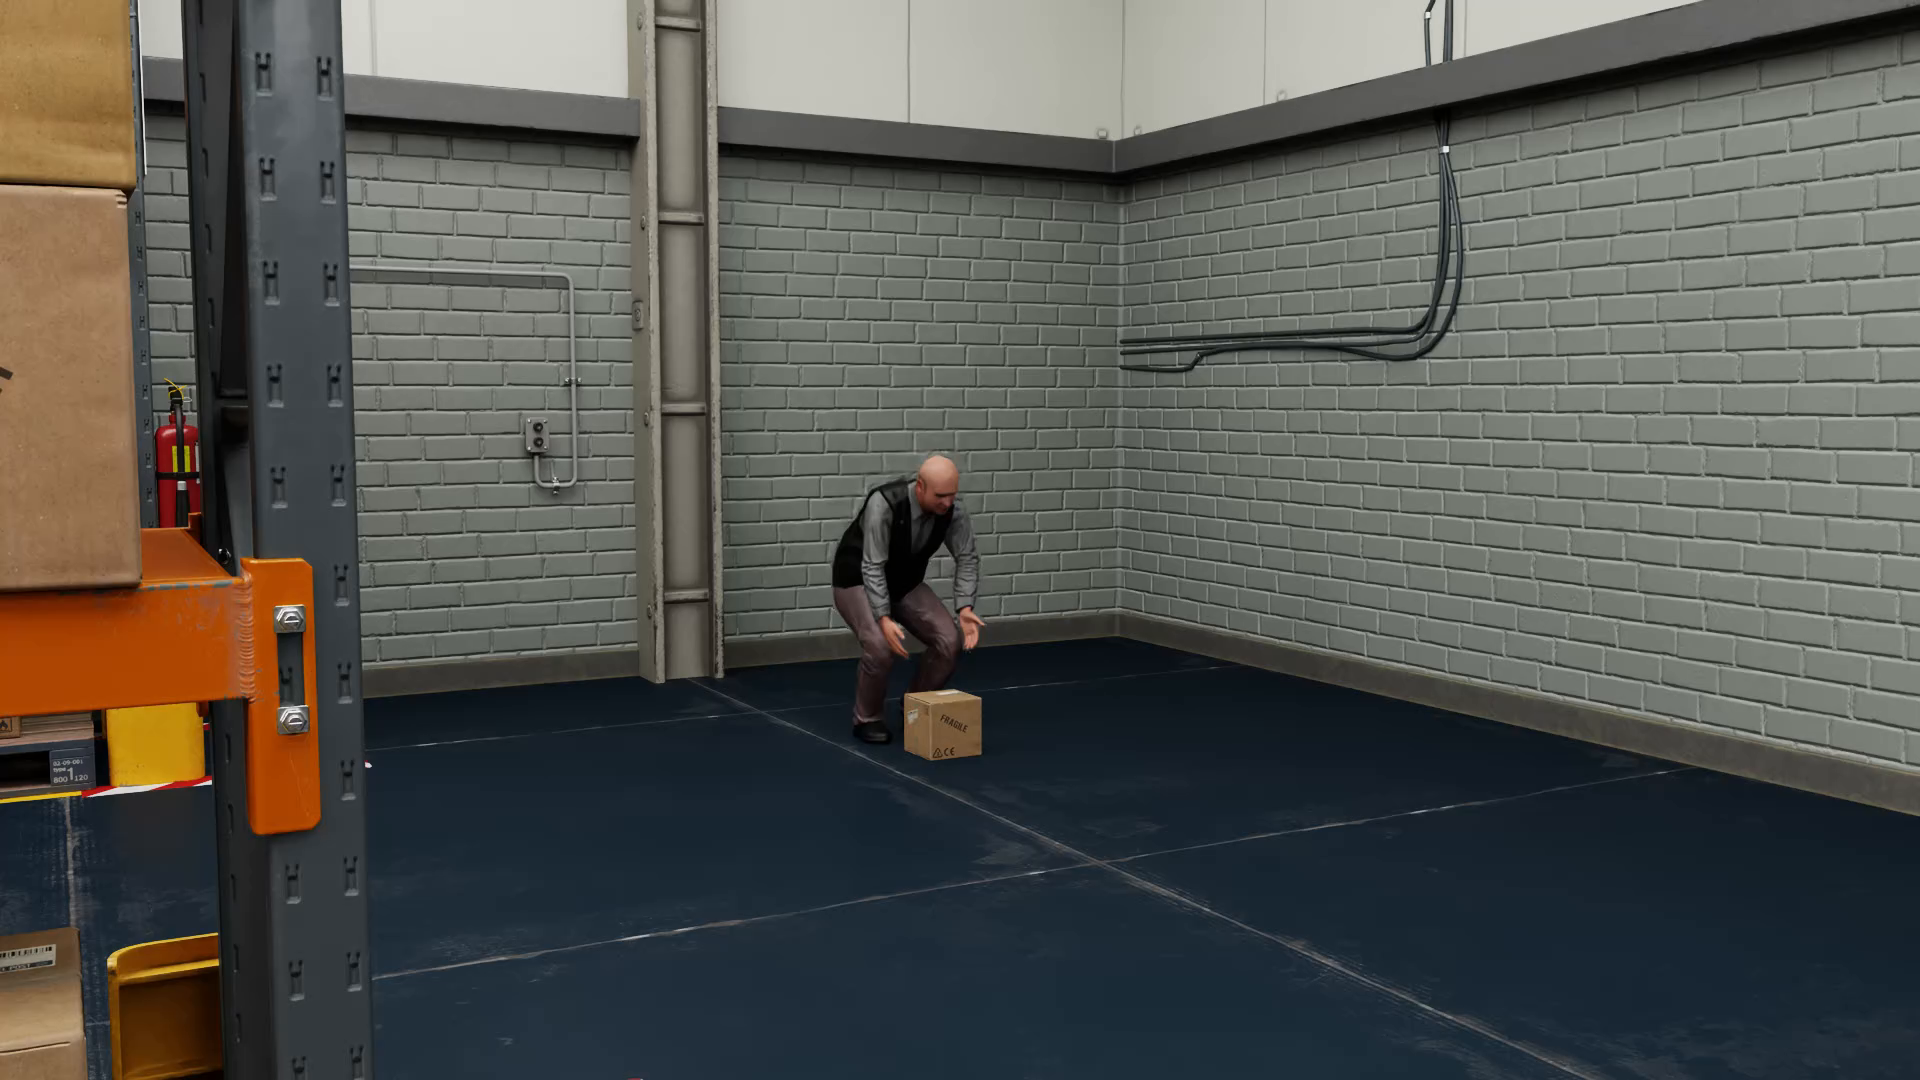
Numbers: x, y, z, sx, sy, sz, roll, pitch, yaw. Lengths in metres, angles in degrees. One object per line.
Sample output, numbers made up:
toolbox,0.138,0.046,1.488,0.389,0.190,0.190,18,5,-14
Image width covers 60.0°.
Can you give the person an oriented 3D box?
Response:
person,-0.237,0.255,7.499,0.587,1.285,0.771,-3,6,-29
